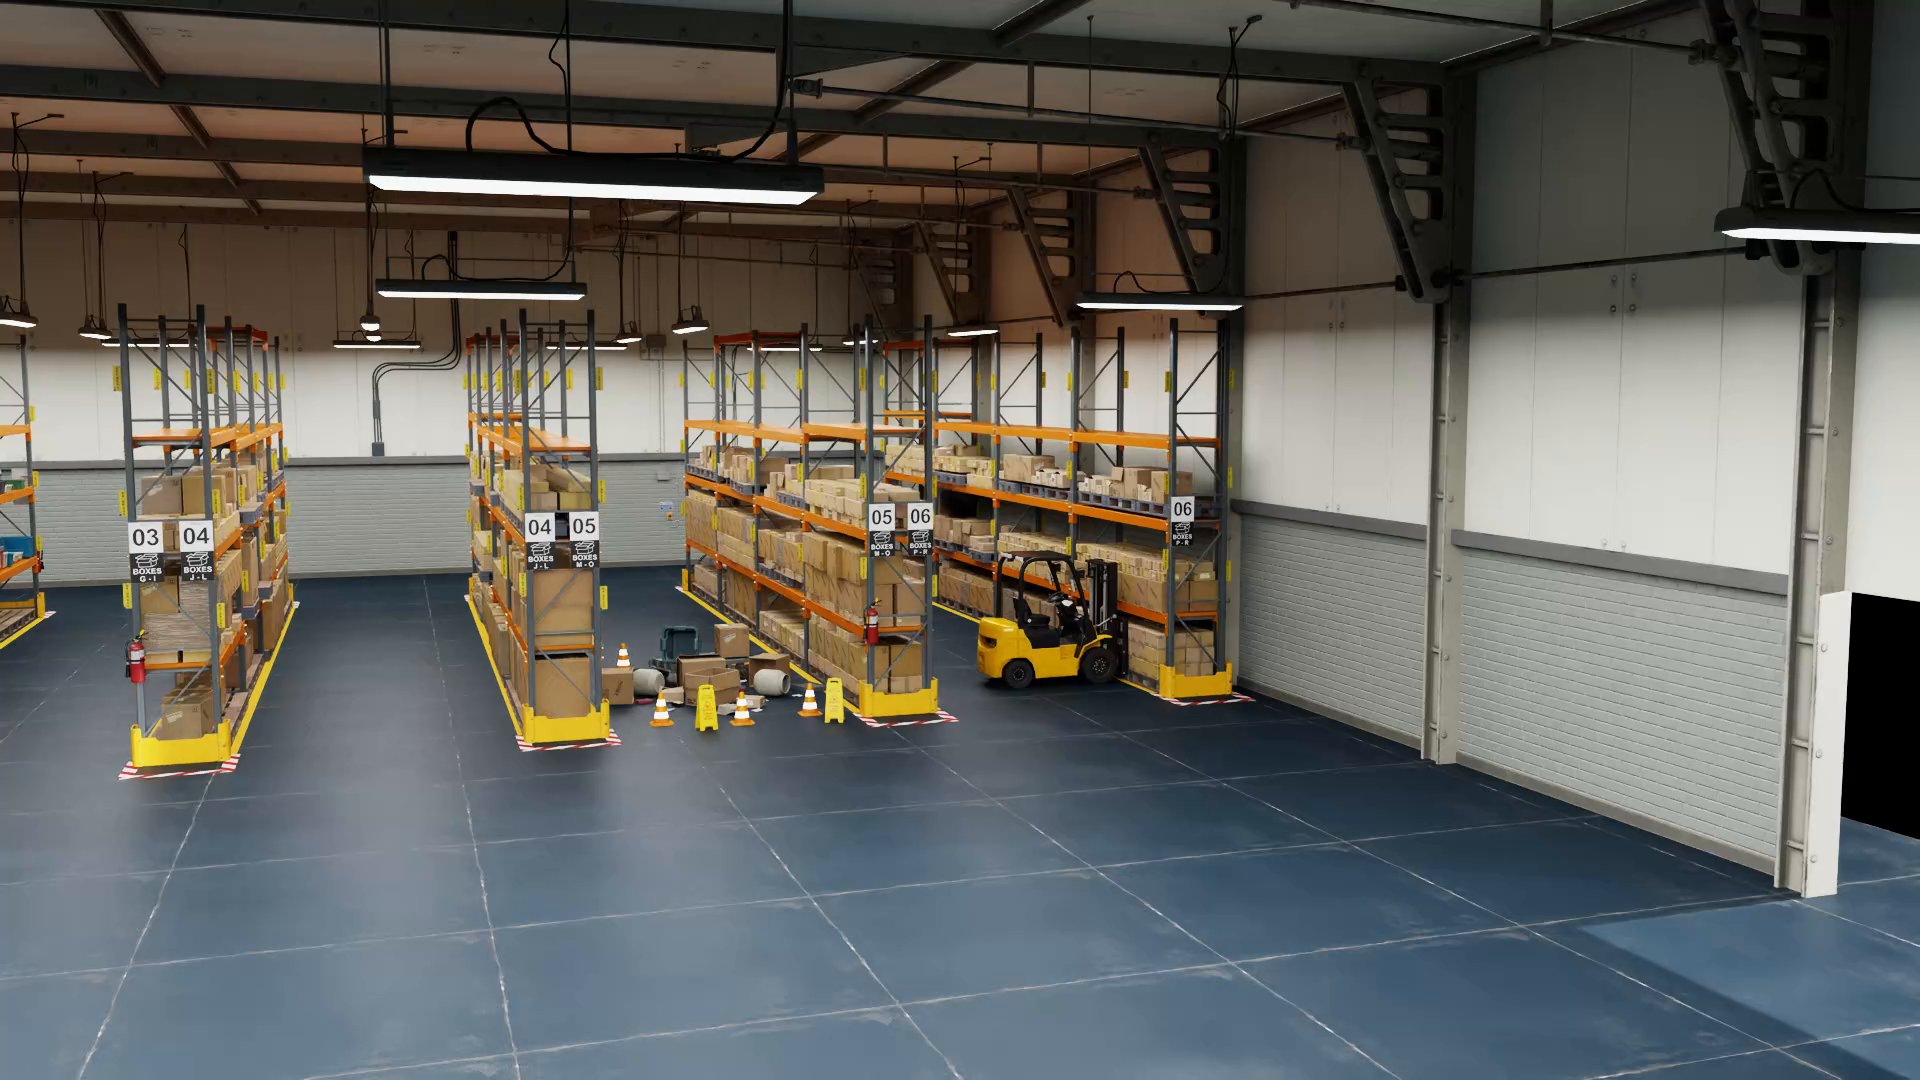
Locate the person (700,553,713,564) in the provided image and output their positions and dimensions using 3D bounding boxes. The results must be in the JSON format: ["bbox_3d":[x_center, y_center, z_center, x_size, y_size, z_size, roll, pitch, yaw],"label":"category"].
[{"bbox_3d":[-6.268,0.281,41.455,0.703,1.600,0.887,0,5,-5],"label":"person"}]
